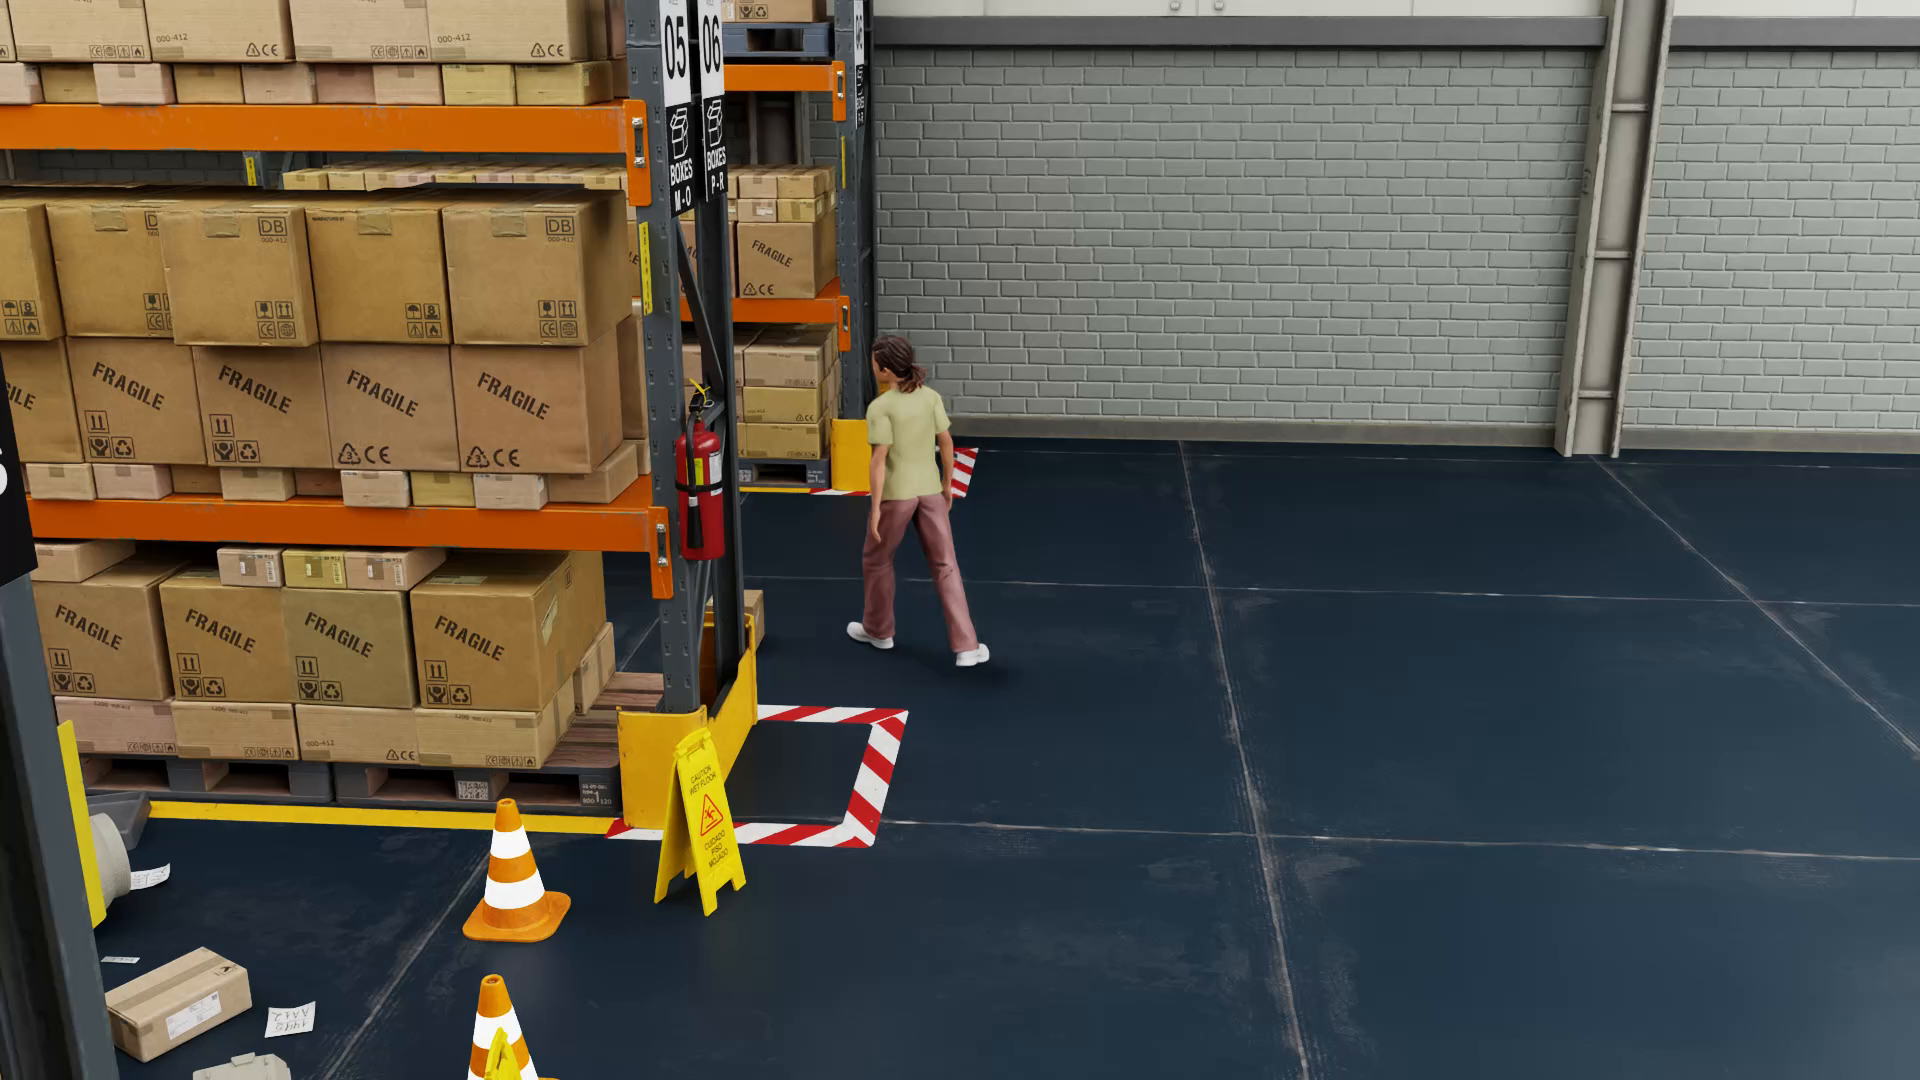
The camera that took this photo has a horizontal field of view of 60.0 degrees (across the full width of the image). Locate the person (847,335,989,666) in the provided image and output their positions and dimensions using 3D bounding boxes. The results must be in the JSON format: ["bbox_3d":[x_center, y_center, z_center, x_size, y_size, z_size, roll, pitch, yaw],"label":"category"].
[{"bbox_3d":[-0.223,-0.191,8.191,0.546,1.637,0.882,-9,20,-27],"label":"person"}]
